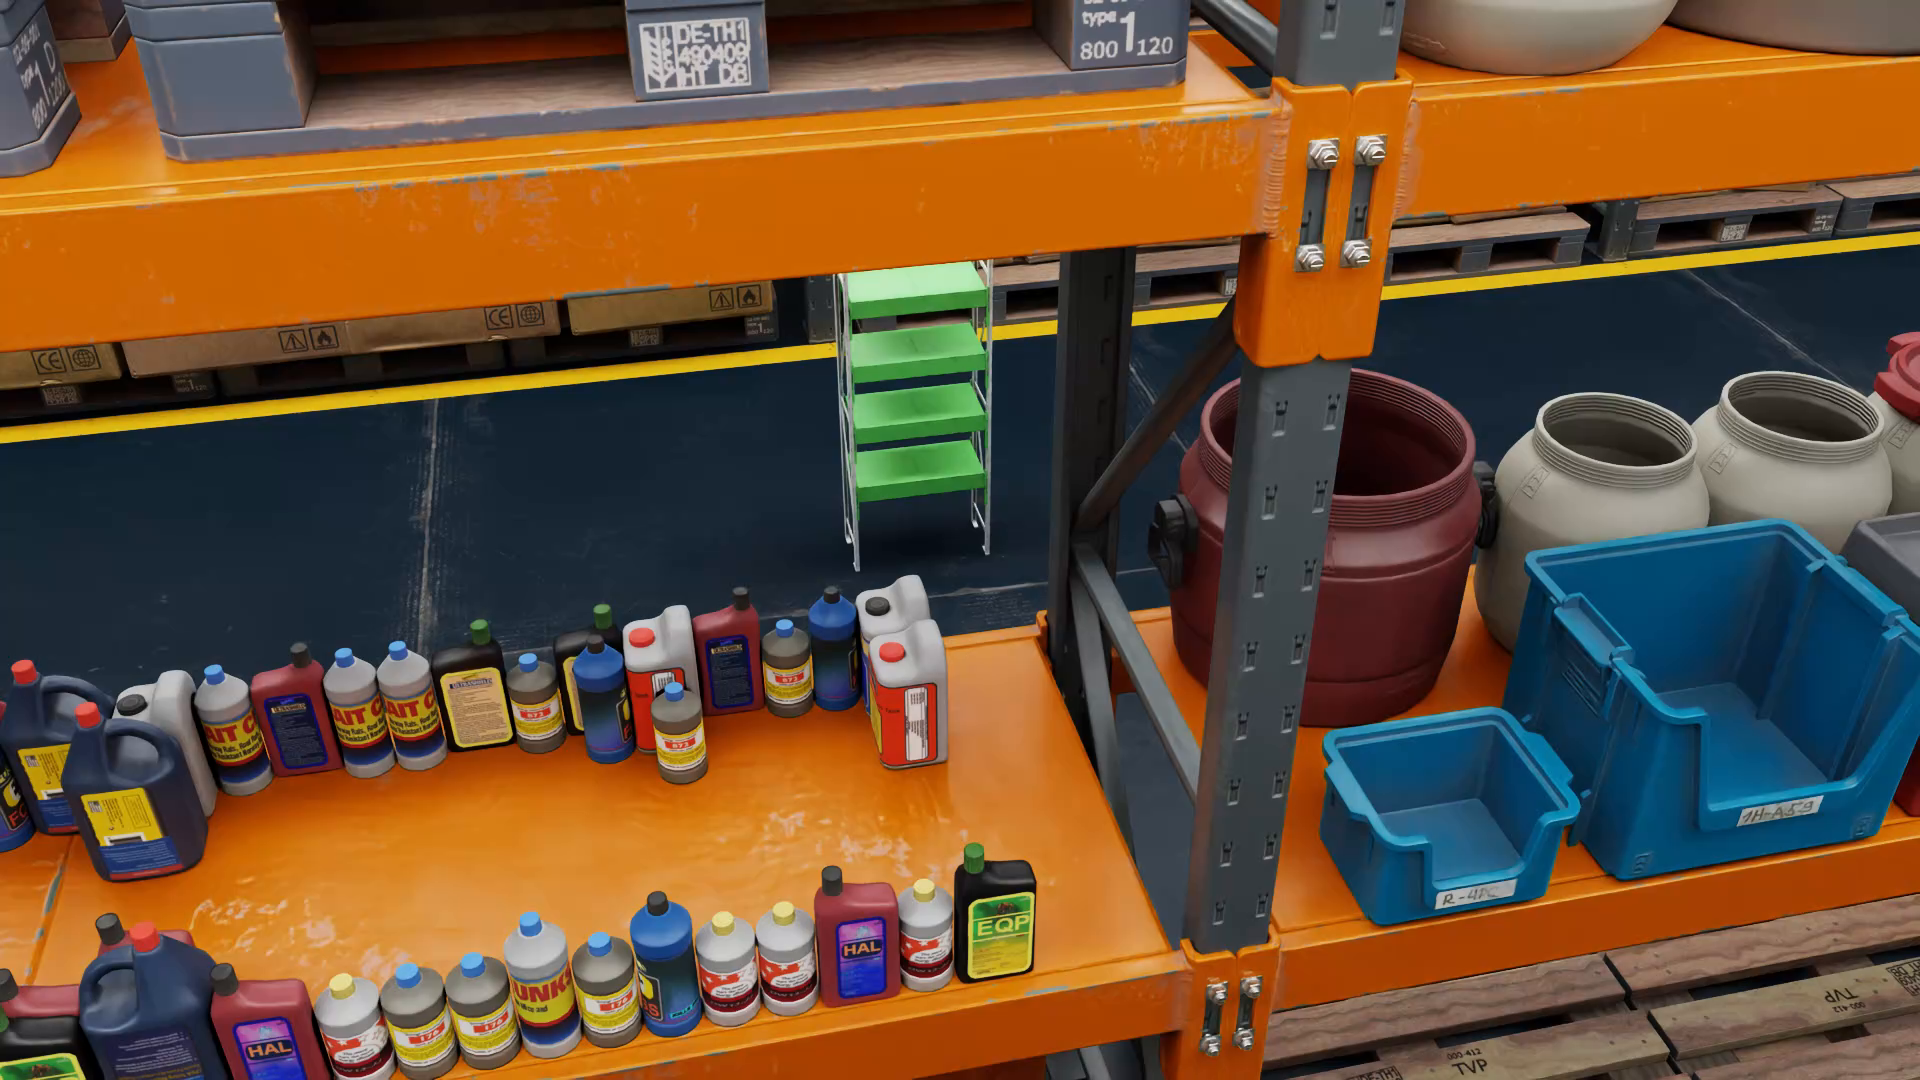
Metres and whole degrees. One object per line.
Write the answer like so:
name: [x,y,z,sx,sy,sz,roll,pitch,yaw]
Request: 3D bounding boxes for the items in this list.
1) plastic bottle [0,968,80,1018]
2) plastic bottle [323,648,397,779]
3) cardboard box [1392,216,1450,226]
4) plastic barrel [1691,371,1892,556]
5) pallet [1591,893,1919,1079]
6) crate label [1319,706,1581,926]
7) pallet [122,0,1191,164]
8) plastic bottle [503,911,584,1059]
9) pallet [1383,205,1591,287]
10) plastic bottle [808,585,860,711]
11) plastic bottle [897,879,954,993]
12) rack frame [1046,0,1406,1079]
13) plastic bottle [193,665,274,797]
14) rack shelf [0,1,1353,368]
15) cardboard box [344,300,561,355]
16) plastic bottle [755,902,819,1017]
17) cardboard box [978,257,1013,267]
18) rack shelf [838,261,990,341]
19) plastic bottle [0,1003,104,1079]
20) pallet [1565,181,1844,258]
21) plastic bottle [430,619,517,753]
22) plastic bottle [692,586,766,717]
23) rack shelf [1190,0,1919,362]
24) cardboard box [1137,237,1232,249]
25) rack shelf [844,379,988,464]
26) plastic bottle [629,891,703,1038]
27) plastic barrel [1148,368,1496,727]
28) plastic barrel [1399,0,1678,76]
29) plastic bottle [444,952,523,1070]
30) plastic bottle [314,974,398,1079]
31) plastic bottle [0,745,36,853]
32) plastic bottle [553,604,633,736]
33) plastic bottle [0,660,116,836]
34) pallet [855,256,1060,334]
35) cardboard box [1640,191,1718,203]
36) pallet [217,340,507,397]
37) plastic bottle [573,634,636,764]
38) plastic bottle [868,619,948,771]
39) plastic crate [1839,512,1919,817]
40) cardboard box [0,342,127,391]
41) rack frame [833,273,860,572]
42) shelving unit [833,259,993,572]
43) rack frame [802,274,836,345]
plastic bottle: [-1.381,0.757,2.535,0.133,0.283,0.061,-7,35,-11]
plastic bottle: [-1.156,0.324,3.191,0.097,0.271,0.097,0,34,0]
cardboard box: [2.094,-1.936,8.292,0.500,0.500,0.700,-7,35,-11]
plastic barrel: [1.725,-0.061,3.548,0.421,0.512,0.421,0,34,0]
pallet: [2.310,1.216,4.249,1.213,0.211,1.003,-7,35,-11]
crate label: [0.852,0.502,2.961,0.416,0.233,0.303,-7,35,-11]
pallet: [-0.409,-0.846,2.297,1.213,0.211,1.003,-7,35,-11]
plastic bottle: [-0.664,0.696,2.637,0.097,0.271,0.097,0,34,0]
pallet: [2.408,-1.649,8.518,1.213,0.211,1.003,-7,35,-11]
plastic bottle: [-0.254,0.210,3.360,0.097,0.271,0.097,0,34,0]
plastic bottle: [-0.059,0.648,2.770,0.097,0.201,0.097,0,34,0]
rack frame: [0.358,0.280,3.141,0.127,3.000,1.000,-7,35,-11]
plastic bottle: [-1.381,0.352,3.148,0.097,0.271,0.097,0,34,0]
rack shelf: [-1.592,-0.421,2.139,4.000,0.370,1.077,-7,35,-11]
cardboard box: [-2.283,-1.525,7.361,0.875,0.875,1.225,-7,35,-10]
plastic bottle: [-0.284,0.677,2.728,0.097,0.201,0.097,0,34,0]
cardboard box: [-0.085,-1.650,7.865,0.500,0.500,0.700,-9,35,-13]
rack shelf: [-0.161,-0.823,5.653,0.480,0.148,0.258,-7,35,-11]
plastic bottle: [-1.367,0.790,2.486,0.133,0.283,0.061,-7,35,-11]
pallet: [3.814,-1.847,8.814,1.213,0.211,1.003,-7,35,-11]
plastic bottle: [-0.952,0.283,3.241,0.133,0.283,0.061,-7,35,-11]
plastic bottle: [-0.466,0.222,3.332,0.133,0.283,0.061,-7,35,-11]
rack shelf: [2.309,-0.913,2.872,4.000,0.370,1.077,-7,35,-11]
cardboard box: [1.004,-1.798,8.086,0.500,0.500,0.700,-4,34,-7]
rack shelf: [-0.161,-0.425,5.921,0.480,0.148,0.258,-7,35,-11]
plastic bottle: [-0.474,0.672,2.673,0.097,0.271,0.097,0,34,0]
plastic barrel: [0.744,0.002,3.433,0.708,0.536,0.600,-7,35,-11]
plastic barrel: [0.729,-0.884,2.082,0.421,0.512,0.421,0,34,0]
plastic bottle: [-0.758,0.737,2.639,0.097,0.201,0.097,0,34,0]
plastic bottle: [-0.948,0.761,2.603,0.097,0.201,0.097,0,34,0]
plastic bottle: [-1.774,0.437,3.023,0.097,0.271,0.097,0,34,0]
plastic bottle: [-0.727,0.255,3.283,0.133,0.283,0.061,-7,35,-11]
plastic bottle: [-1.644,0.366,3.057,0.185,0.351,0.144,-7,35,-11]
pallet: [0.028,-1.349,8.071,1.213,0.211,1.003,-7,35,-11]
cardboard box: [3.566,-2.067,8.505,0.500,0.500,0.500,-8,35,-12]
pallet: [-2.707,-1.050,7.625,1.213,0.211,1.003,-7,35,-11]
plastic bottle: [-0.692,0.300,3.226,0.097,0.271,0.097,0,34,0]
plastic bottle: [-0.101,0.292,3.235,0.135,0.276,0.152,-7,35,-11]
plastic crate: [2.002,0.221,3.171,0.583,0.464,0.402,-7,35,-11]
cardboard box: [-4.016,-1.302,7.028,0.875,0.875,1.225,-7,35,-10]
rack frame: [-0.399,-0.448,5.841,0.015,1.200,0.240,-7,35,-11]
shelving unit: [-0.161,-0.478,5.885,0.503,1.200,0.258,-7,35,-11]
rack frame: [-0.734,-2.412,7.152,0.127,3.000,1.000,-7,35,-11]
